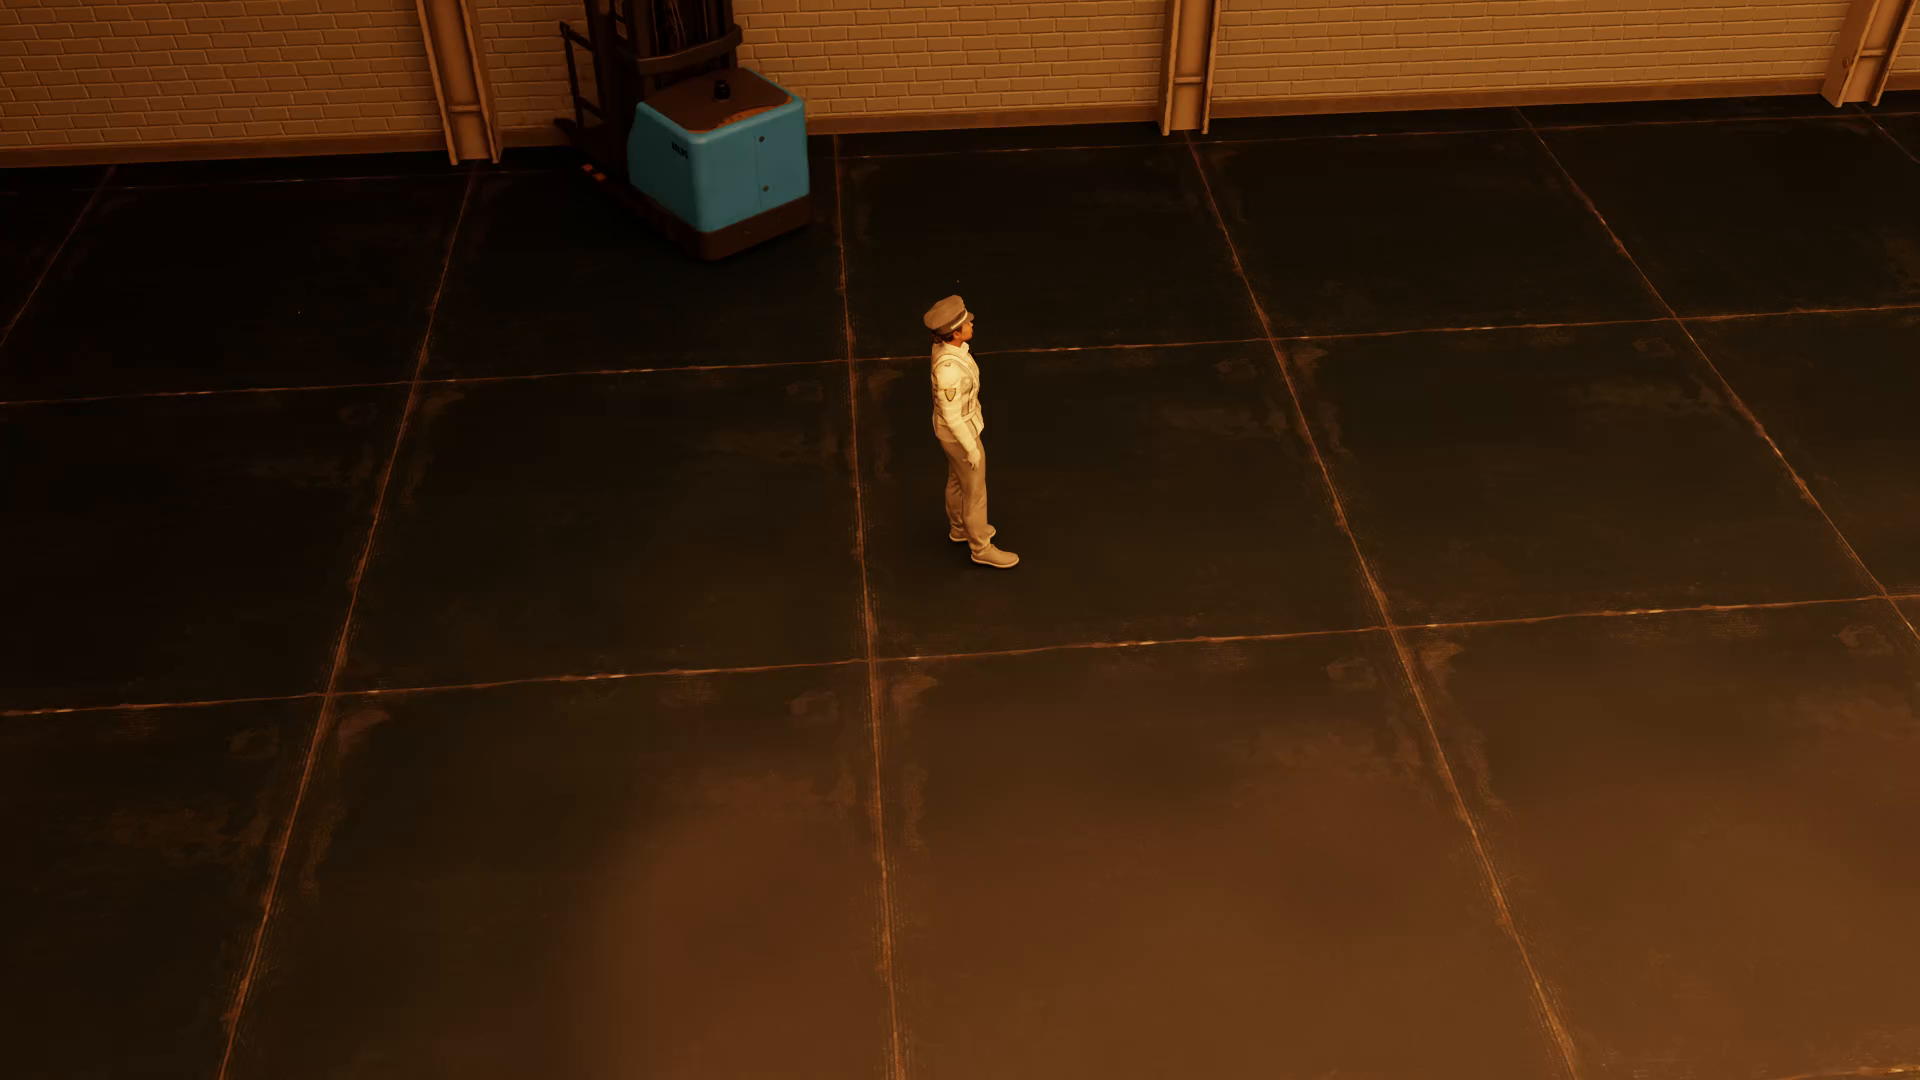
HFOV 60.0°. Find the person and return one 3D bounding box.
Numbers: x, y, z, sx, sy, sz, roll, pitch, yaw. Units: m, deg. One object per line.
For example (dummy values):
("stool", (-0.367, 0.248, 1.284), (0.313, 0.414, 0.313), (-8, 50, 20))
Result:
("person", (0.069, -0.649, 9.637), (0.530, 1.694, 0.587), (-3, 41, -4))

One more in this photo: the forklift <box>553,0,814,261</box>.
("forklift", (-2.474, -4.105, 12.737), (1.130, 2.935, 3.031), (-29, 48, -29))
